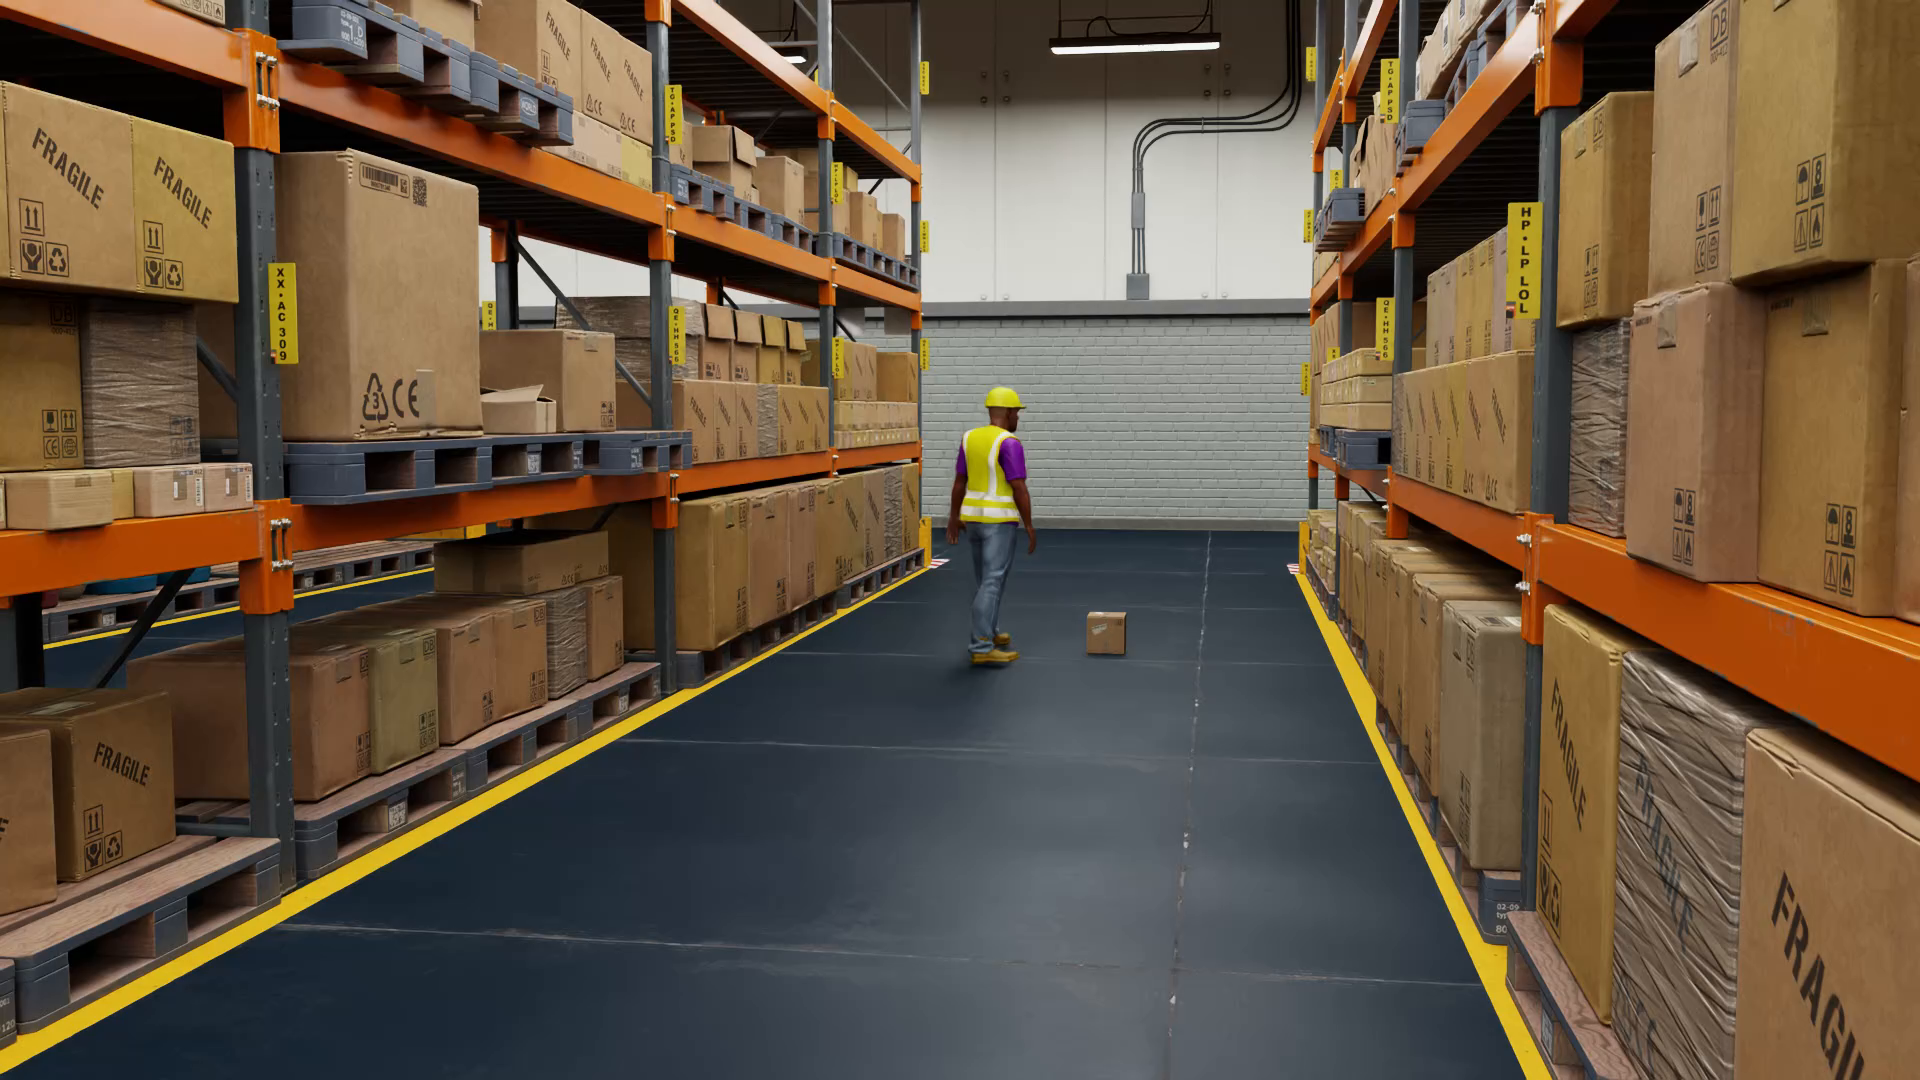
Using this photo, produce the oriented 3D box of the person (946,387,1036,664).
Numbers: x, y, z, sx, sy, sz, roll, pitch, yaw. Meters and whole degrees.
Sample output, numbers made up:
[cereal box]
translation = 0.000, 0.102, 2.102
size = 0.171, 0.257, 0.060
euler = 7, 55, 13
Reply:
[person]
translation = 0.248, -0.113, 10.771
size = 0.692, 1.749, 0.732
euler = -3, 6, -37
